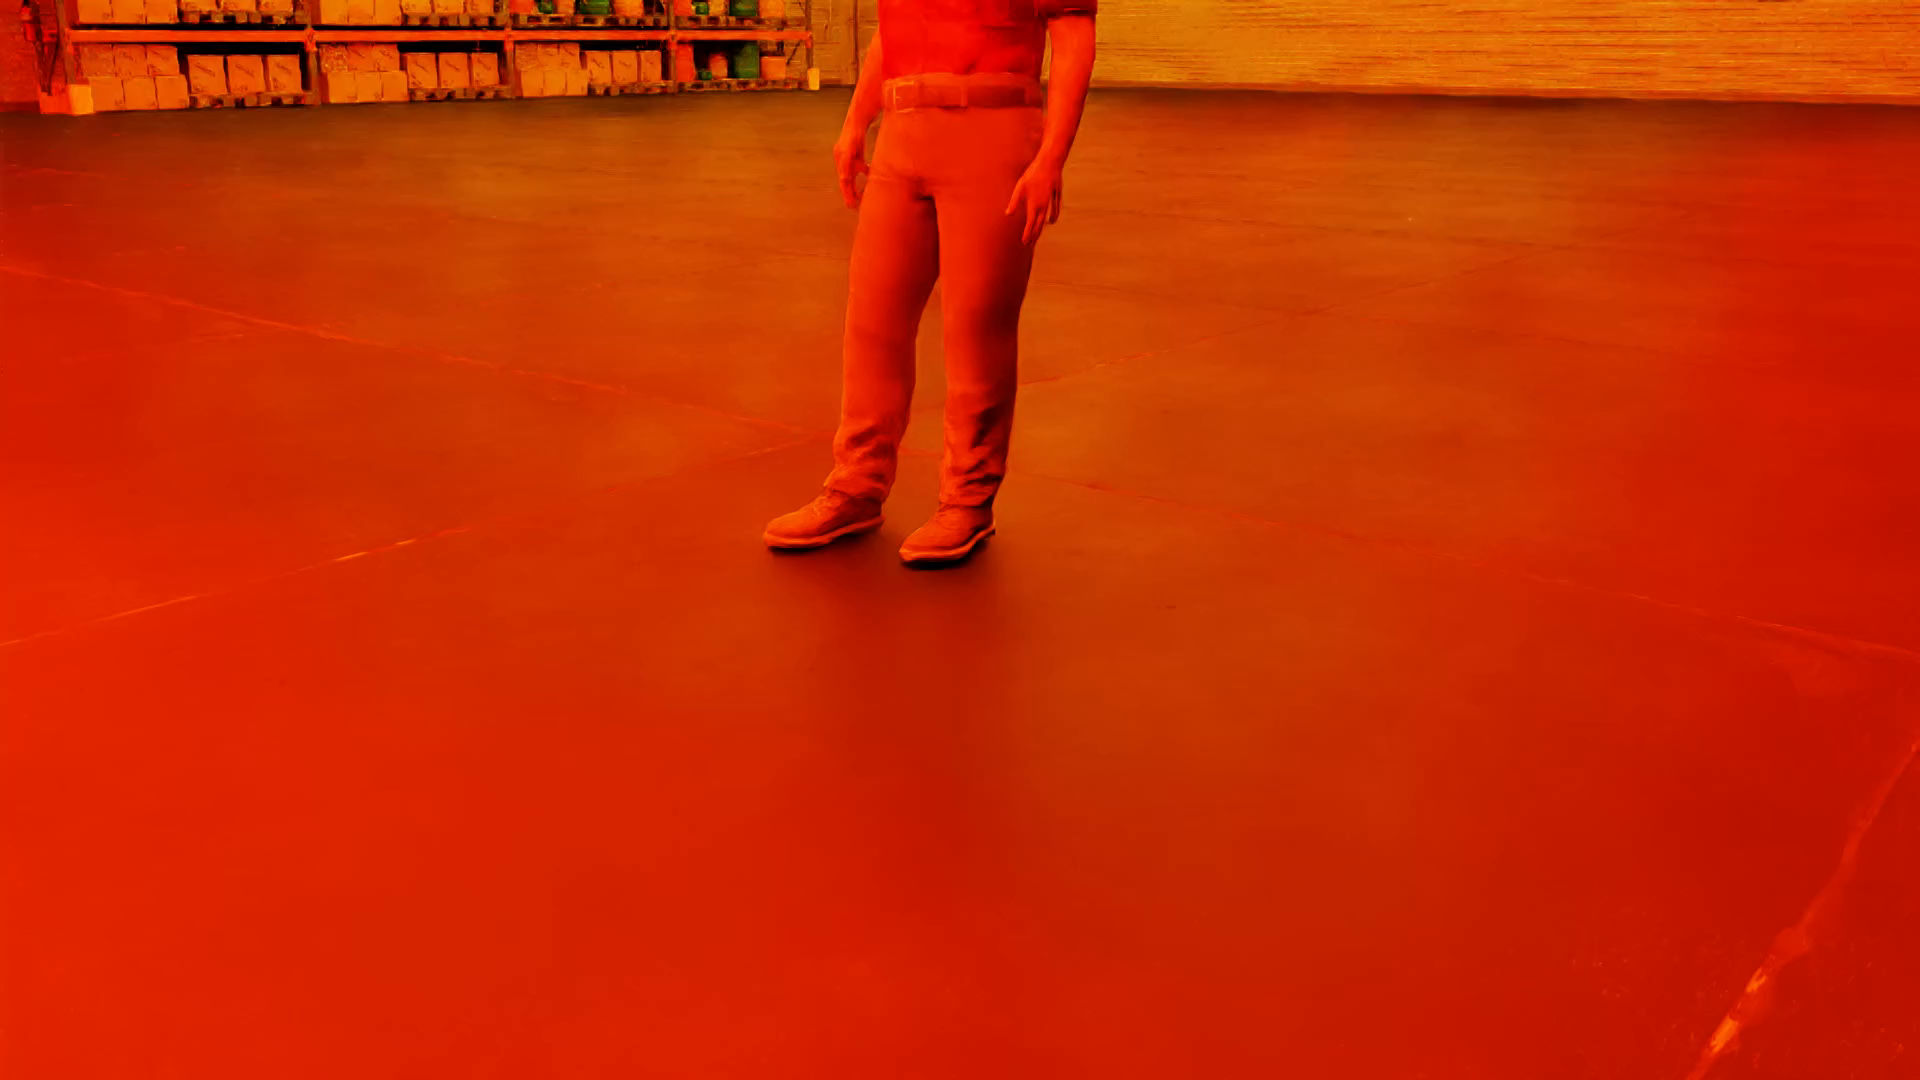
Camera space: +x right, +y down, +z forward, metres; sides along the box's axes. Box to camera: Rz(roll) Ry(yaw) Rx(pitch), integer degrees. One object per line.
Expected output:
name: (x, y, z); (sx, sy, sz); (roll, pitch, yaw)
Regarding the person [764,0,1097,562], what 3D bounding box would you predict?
person: (-0.066, -0.816, 3.630); (0.640, 1.727, 0.550); (13, 21, 37)
